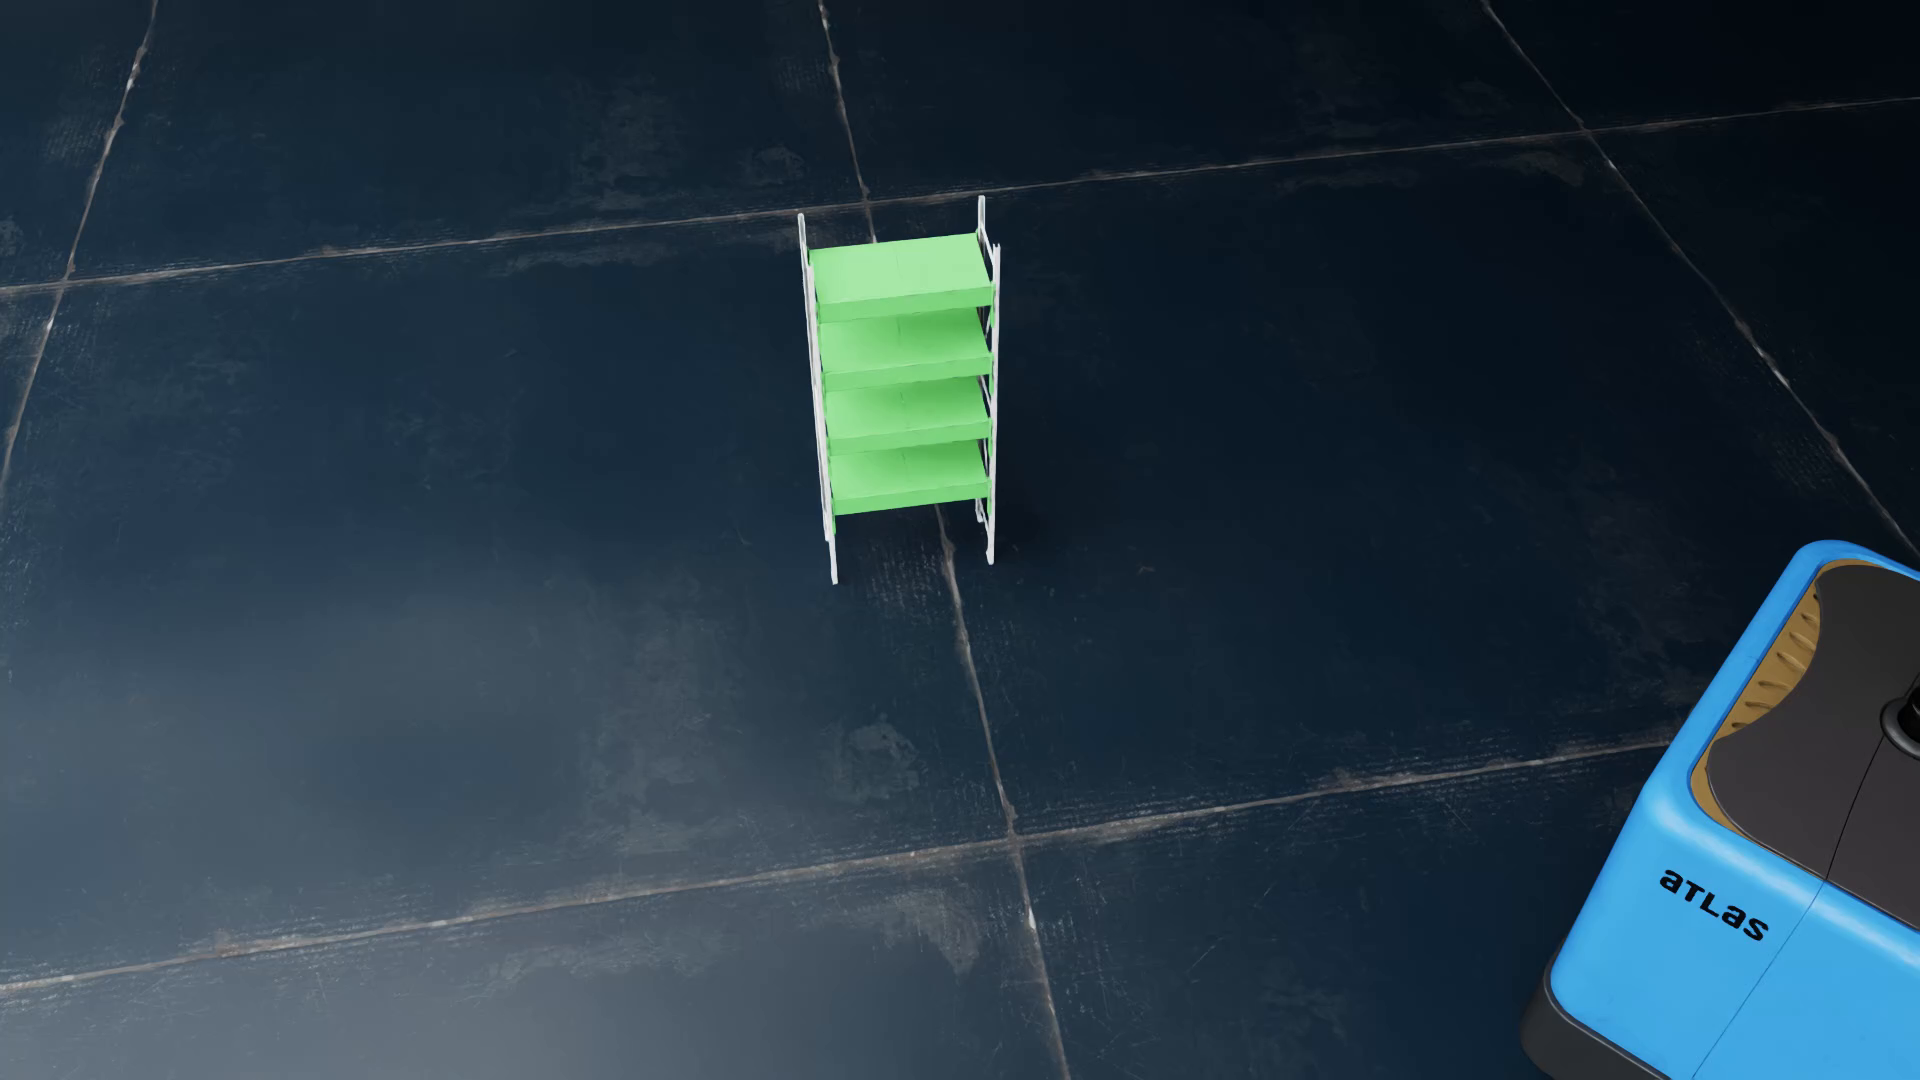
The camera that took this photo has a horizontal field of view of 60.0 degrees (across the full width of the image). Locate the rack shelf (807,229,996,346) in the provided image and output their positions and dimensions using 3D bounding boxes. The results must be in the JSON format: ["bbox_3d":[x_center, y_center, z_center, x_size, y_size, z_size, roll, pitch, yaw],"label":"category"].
[{"bbox_3d":[-0.163,-0.685,4.499,0.480,0.148,0.258,-7,46,-7],"label":"rack shelf"}]

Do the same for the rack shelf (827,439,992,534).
[{"bbox_3d":[-0.163,-0.185,5.017,0.480,0.148,0.258,-7,46,-7],"label":"rack shelf"}]

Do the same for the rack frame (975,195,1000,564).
[{"bbox_3d":[0.077,-0.426,4.827,0.015,1.200,0.240,-7,46,-7],"label":"rack frame"}]

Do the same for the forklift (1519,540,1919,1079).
[{"bbox_3d":[2.803,0.645,2.594,3.031,2.935,1.130,31,53,26],"label":"forklift"}]

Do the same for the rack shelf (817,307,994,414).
[{"bbox_3d":[-0.163,-0.518,4.671,0.480,0.148,0.258,-7,46,-7],"label":"rack shelf"}]

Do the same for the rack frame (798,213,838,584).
[{"bbox_3d":[-0.404,-0.366,4.769,0.015,1.200,0.240,-7,46,-7],"label":"rack frame"}]

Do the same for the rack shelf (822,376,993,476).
[{"bbox_3d":[-0.163,-0.352,4.844,0.480,0.148,0.258,-7,46,-7],"label":"rack shelf"}]

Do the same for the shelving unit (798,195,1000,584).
[{"bbox_3d":[-0.163,-0.396,4.798,0.503,1.200,0.258,-7,46,-7],"label":"shelving unit"}]
